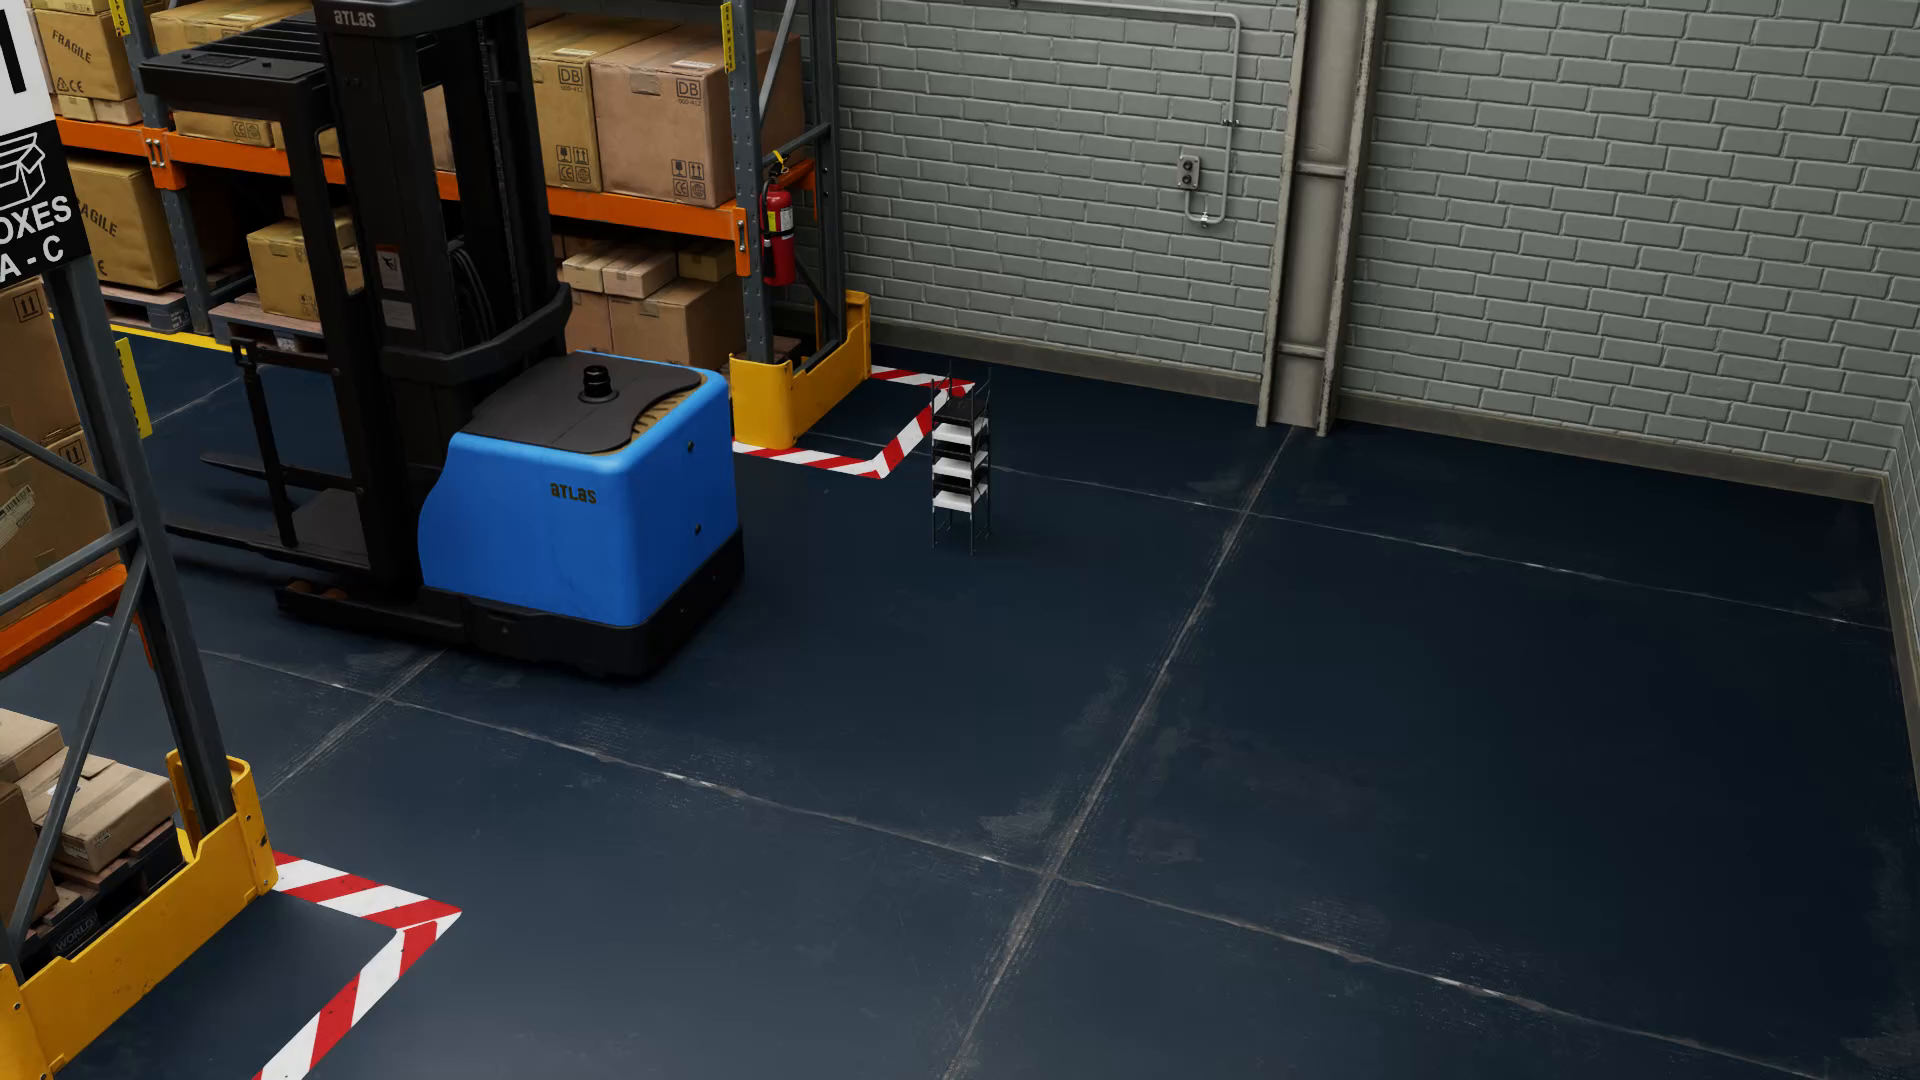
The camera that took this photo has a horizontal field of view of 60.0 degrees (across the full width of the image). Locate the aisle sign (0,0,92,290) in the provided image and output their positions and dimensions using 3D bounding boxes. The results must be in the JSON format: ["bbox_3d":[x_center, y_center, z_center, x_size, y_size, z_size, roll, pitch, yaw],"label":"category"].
[{"bbox_3d":[-2.599,-1.085,4.480,0.004,0.787,0.394,11,31,19],"label":"aisle sign"}]

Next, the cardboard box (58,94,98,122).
[{"bbox_3d":[-5.283,-2.700,10.214,0.250,0.149,0.380,12,32,20],"label":"cardboard box"}]

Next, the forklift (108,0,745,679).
[{"bbox_3d":[-2.589,-1.119,7.251,3.031,2.935,1.130,10,31,18],"label":"forklift"}]

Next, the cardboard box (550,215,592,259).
[{"bbox_3d":[-2.346,-1.807,9.853,0.250,0.149,0.380,12,32,20],"label":"cardboard box"}]

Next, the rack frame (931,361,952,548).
[{"bbox_3d":[-0.087,-0.409,8.059,0.006,0.900,0.240,11,31,19],"label":"rack frame"}]

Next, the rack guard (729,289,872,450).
[{"bbox_3d":[-0.891,-0.999,9.509,0.348,0.500,1.175,11,31,19],"label":"rack guard"}]

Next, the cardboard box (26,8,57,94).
[{"bbox_3d":[-5.619,-3.074,10.216,0.500,0.500,0.500,12,31,20],"label":"cardboard box"}]

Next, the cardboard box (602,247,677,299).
[{"bbox_3d":[-1.787,-1.493,9.298,0.250,0.149,0.380,11,31,19],"label":"cardboard box"}]

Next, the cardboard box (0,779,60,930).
[{"bbox_3d":[-3.369,1.076,5.391,0.500,0.500,0.500,11,31,19],"label":"cardboard box"}]

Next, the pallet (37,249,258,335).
[{"bbox_3d":[-5.364,-1.726,11.089,1.213,0.211,1.003,11,31,19],"label":"pallet"}]

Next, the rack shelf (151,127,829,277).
[{"bbox_3d":[-2.767,-2.149,9.734,4.000,0.370,1.077,11,31,19],"label":"rack shelf"}]

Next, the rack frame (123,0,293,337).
[{"bbox_3d":[-4.620,-2.832,10.212,0.127,3.000,1.000,11,31,19],"label":"rack frame"}]

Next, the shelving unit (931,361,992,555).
[{"bbox_3d":[0.008,-0.390,8.026,0.210,0.900,0.258,11,31,19],"label":"shelving unit"}]

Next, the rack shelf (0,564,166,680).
[{"bbox_3d":[-4.626,0.111,5.737,4.000,0.370,1.077,11,31,19],"label":"rack shelf"}]

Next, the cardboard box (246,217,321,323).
[{"bbox_3d":[-3.966,-1.741,10.396,0.500,0.500,0.700,12,32,20],"label":"cardboard box"}]

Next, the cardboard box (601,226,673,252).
[{"bbox_3d":[-1.879,-1.714,9.688,0.250,0.149,0.380,11,31,19],"label":"cardboard box"}]

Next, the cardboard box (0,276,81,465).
[{"bbox_3d":[-3.085,-0.513,4.992,0.500,0.500,0.500,12,32,21],"label":"cardboard box"}]

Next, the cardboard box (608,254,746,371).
[{"bbox_3d":[-1.600,-1.270,9.562,0.500,0.500,0.700,11,31,19],"label":"cardboard box"}]

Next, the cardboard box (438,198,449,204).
[{"bbox_3d":[-3.292,-1.996,10.187,0.250,0.149,0.380,10,31,18],"label":"cardboard box"}]

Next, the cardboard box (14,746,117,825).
[{"bbox_3d":[-3.263,0.929,5.990,0.250,0.166,0.380,11,31,19],"label":"cardboard box"}]

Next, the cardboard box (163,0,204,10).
[{"bbox_3d":[-4.952,-3.213,10.463,0.500,0.500,0.500,10,31,17],"label":"cardboard box"}]

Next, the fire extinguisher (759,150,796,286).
[{"bbox_3d":[-0.947,-1.657,8.591,0.183,0.674,0.296,11,31,19],"label":"fire extinguisher"}]

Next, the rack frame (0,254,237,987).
[{"bbox_3d":[-2.773,0.168,4.905,0.127,3.000,1.000,11,31,19],"label":"rack frame"}]

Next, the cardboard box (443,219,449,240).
[{"bbox_3d":[-3.233,-1.781,9.806,0.250,0.149,0.380,10,31,18],"label":"cardboard box"}]

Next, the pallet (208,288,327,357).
[{"bbox_3d":[-3.945,-1.441,10.586,1.213,0.211,1.003,11,31,19],"label":"pallet"}]

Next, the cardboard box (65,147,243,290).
[{"bbox_3d":[-5.271,-2.140,10.745,0.750,0.750,0.750,12,32,20],"label":"cardboard box"}]

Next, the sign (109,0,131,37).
[{"bbox_3d":[-4.815,-3.052,9.505,0.005,0.325,0.100,11,31,19],"label":"sign"}]

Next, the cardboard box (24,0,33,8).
[{"bbox_3d":[-5.619,-3.409,10.046,0.500,0.250,0.500,12,32,20],"label":"cardboard box"}]

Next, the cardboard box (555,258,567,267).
[{"bbox_3d":[-2.530,-1.456,9.890,0.500,0.500,0.700,10,31,17],"label":"cardboard box"}]

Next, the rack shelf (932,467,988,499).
[{"bbox_3d":[0.008,-0.283,8.087,0.200,0.077,0.258,11,31,19],"label":"rack shelf"}]

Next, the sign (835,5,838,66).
[{"bbox_3d":[-0.699,-2.755,9.116,0.005,0.325,0.100,11,31,19],"label":"sign"}]

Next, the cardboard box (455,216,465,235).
[{"bbox_3d":[-2.819,-1.901,10.020,0.250,0.149,0.380,11,31,18],"label":"cardboard box"}]

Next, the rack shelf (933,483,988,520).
[{"bbox_3d":[0.008,-0.205,8.131,0.200,0.077,0.258,11,31,19],"label":"rack shelf"}]

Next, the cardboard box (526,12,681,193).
[{"bbox_3d":[-2.068,-2.442,9.216,0.700,0.700,0.980,11,31,19],"label":"cardboard box"}]

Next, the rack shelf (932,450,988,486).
[{"bbox_3d":[0.008,-0.361,8.042,0.200,0.077,0.258,11,31,19],"label":"rack shelf"}]

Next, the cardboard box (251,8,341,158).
[{"bbox_3d":[-3.449,-2.717,9.704,0.700,0.700,0.980,10,31,18],"label":"cardboard box"}]
